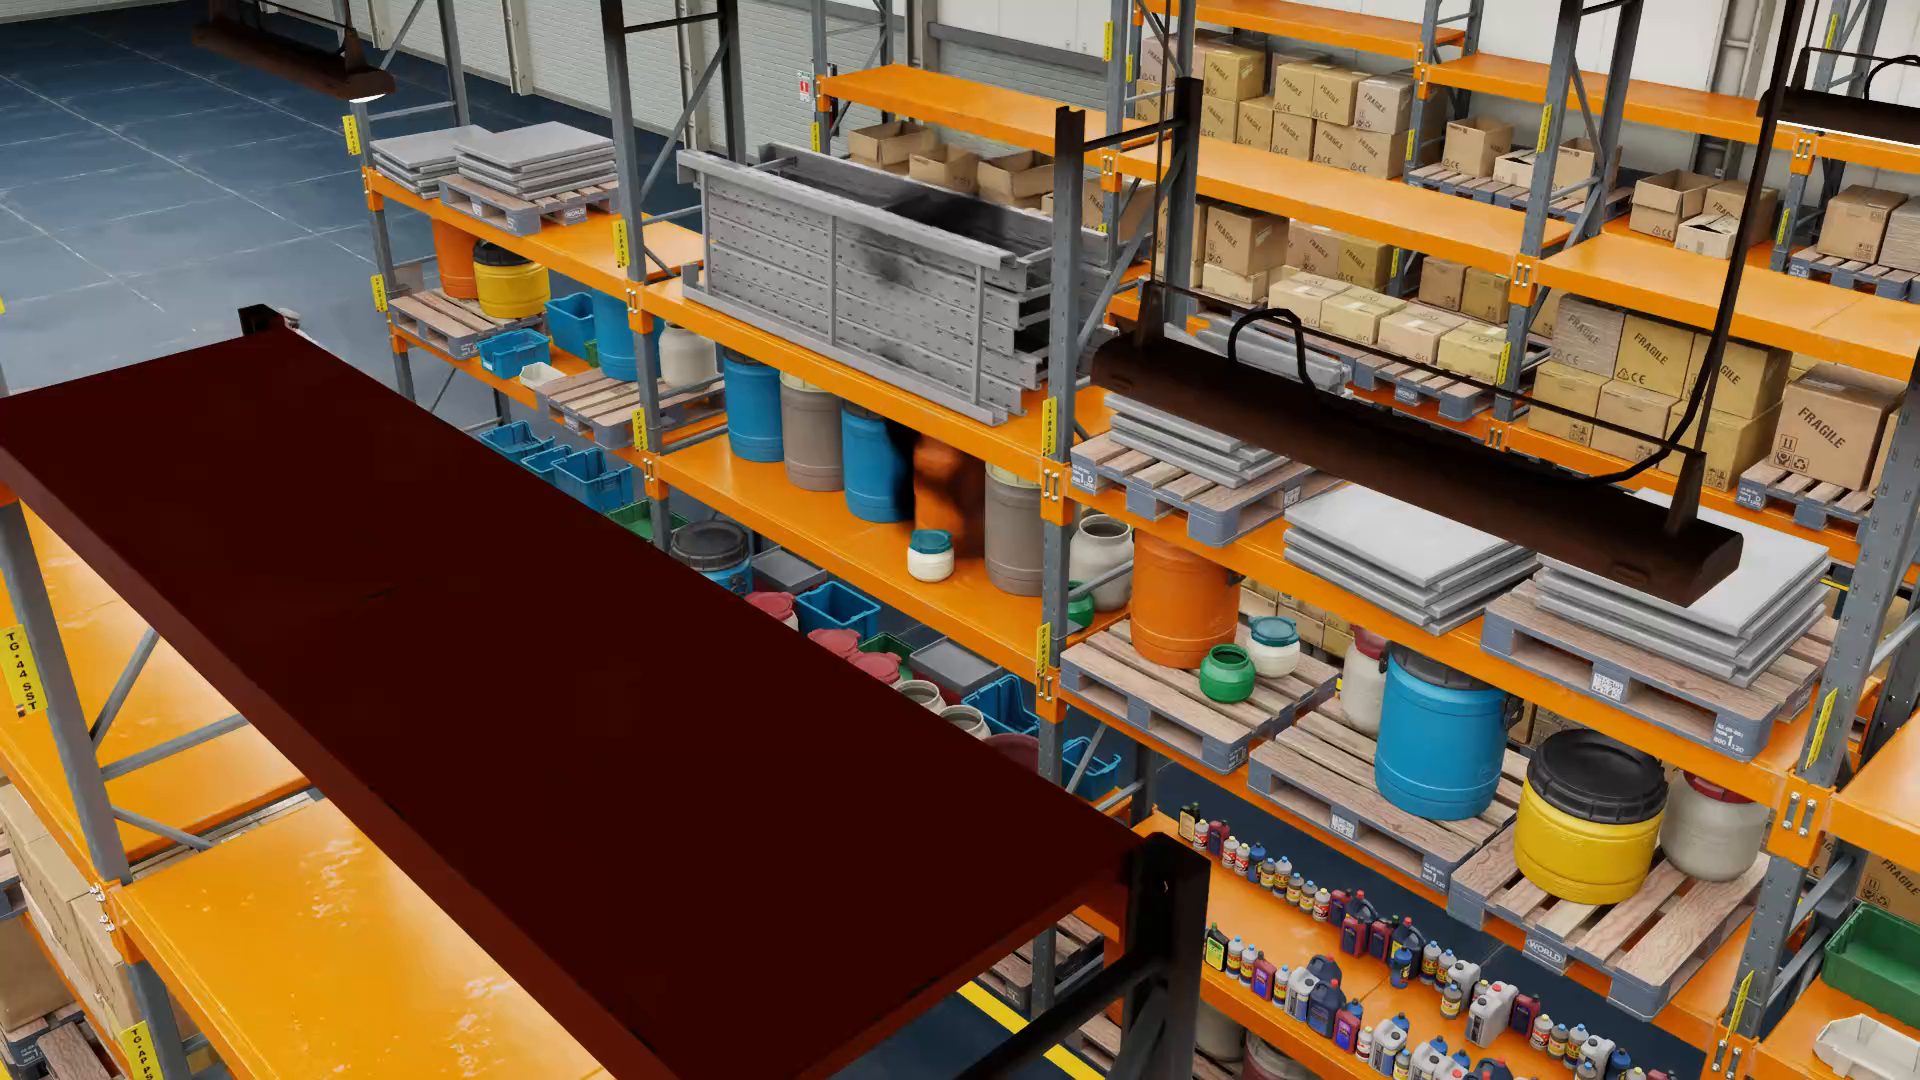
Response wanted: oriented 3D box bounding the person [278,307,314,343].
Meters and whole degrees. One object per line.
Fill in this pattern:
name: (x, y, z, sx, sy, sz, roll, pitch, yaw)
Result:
person: (-7.371, -1.779, 18.383, 0.647, 1.672, 0.582, -12, 30, -21)
